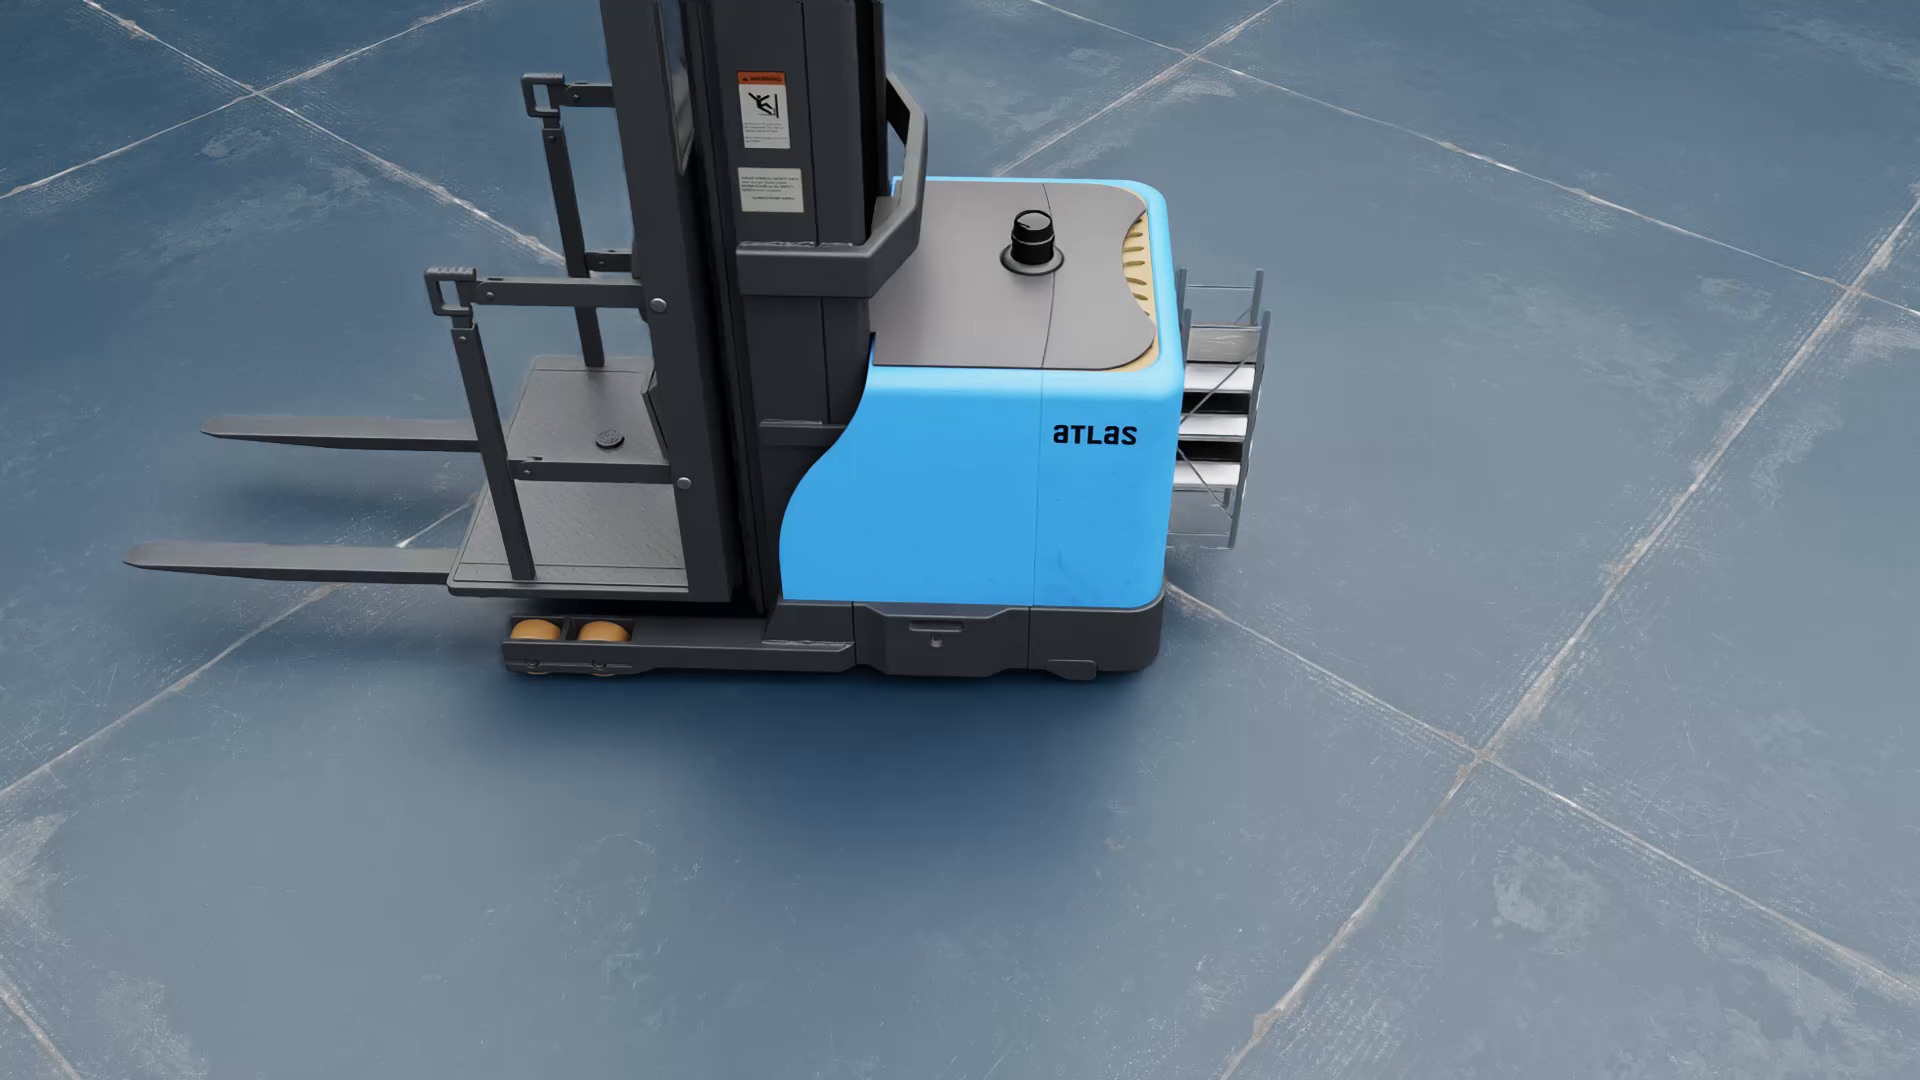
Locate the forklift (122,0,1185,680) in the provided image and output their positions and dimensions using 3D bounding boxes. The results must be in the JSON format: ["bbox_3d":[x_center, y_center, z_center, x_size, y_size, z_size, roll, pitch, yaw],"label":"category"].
[{"bbox_3d":[-0.924,-1.044,4.220,3.031,2.935,1.130,1,42,2],"label":"forklift"}]

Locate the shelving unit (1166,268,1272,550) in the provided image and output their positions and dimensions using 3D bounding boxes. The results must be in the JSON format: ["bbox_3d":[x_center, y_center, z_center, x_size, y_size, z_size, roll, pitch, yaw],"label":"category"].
[{"bbox_3d":[0.746,-0.375,4.992,0.258,0.900,0.210,2,42,1],"label":"shelving unit"}]

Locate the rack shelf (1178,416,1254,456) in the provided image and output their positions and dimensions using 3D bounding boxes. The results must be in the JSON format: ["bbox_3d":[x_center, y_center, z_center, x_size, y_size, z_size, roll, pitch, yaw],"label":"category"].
[{"bbox_3d":[0.746,-0.350,5.015,0.258,0.077,0.200,2,42,1],"label":"rack shelf"}]

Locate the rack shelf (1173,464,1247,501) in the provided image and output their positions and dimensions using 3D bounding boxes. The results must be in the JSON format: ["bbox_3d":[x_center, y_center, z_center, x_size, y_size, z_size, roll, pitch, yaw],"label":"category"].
[{"bbox_3d":[0.745,-0.217,5.136,0.258,0.077,0.200,2,42,1],"label":"rack shelf"}]

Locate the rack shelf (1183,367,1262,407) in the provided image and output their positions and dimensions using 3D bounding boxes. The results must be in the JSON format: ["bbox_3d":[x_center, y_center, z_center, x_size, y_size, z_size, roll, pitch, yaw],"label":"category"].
[{"bbox_3d":[0.747,-0.483,4.893,0.258,0.077,0.200,2,42,1],"label":"rack shelf"}]

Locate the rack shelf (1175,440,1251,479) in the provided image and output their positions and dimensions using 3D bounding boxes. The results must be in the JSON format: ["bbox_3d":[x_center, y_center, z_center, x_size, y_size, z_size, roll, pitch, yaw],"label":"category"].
[{"bbox_3d":[0.745,-0.283,5.075,0.258,0.077,0.200,2,42,1],"label":"rack shelf"}]

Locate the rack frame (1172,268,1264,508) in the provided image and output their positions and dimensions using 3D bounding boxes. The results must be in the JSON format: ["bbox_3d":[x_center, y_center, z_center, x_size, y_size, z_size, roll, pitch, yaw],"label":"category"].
[{"bbox_3d":[0.750,-0.443,5.067,0.240,0.900,0.006,2,42,1],"label":"rack frame"}]

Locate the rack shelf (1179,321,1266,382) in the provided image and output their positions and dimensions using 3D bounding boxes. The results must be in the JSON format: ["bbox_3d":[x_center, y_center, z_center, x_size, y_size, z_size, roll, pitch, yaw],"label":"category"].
[{"bbox_3d":[0.747,-0.550,4.833,0.258,0.077,0.200,2,42,1],"label":"rack shelf"}]

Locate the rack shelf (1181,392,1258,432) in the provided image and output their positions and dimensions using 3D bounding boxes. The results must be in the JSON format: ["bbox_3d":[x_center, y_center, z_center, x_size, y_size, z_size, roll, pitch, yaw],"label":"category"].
[{"bbox_3d":[0.746,-0.417,4.954,0.258,0.077,0.200,2,42,1],"label":"rack shelf"}]

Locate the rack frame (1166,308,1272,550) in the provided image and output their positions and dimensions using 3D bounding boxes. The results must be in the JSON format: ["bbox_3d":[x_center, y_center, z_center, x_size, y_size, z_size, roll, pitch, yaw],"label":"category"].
[{"bbox_3d":[0.742,-0.306,4.917,0.240,0.900,0.006,2,42,1],"label":"rack frame"}]
